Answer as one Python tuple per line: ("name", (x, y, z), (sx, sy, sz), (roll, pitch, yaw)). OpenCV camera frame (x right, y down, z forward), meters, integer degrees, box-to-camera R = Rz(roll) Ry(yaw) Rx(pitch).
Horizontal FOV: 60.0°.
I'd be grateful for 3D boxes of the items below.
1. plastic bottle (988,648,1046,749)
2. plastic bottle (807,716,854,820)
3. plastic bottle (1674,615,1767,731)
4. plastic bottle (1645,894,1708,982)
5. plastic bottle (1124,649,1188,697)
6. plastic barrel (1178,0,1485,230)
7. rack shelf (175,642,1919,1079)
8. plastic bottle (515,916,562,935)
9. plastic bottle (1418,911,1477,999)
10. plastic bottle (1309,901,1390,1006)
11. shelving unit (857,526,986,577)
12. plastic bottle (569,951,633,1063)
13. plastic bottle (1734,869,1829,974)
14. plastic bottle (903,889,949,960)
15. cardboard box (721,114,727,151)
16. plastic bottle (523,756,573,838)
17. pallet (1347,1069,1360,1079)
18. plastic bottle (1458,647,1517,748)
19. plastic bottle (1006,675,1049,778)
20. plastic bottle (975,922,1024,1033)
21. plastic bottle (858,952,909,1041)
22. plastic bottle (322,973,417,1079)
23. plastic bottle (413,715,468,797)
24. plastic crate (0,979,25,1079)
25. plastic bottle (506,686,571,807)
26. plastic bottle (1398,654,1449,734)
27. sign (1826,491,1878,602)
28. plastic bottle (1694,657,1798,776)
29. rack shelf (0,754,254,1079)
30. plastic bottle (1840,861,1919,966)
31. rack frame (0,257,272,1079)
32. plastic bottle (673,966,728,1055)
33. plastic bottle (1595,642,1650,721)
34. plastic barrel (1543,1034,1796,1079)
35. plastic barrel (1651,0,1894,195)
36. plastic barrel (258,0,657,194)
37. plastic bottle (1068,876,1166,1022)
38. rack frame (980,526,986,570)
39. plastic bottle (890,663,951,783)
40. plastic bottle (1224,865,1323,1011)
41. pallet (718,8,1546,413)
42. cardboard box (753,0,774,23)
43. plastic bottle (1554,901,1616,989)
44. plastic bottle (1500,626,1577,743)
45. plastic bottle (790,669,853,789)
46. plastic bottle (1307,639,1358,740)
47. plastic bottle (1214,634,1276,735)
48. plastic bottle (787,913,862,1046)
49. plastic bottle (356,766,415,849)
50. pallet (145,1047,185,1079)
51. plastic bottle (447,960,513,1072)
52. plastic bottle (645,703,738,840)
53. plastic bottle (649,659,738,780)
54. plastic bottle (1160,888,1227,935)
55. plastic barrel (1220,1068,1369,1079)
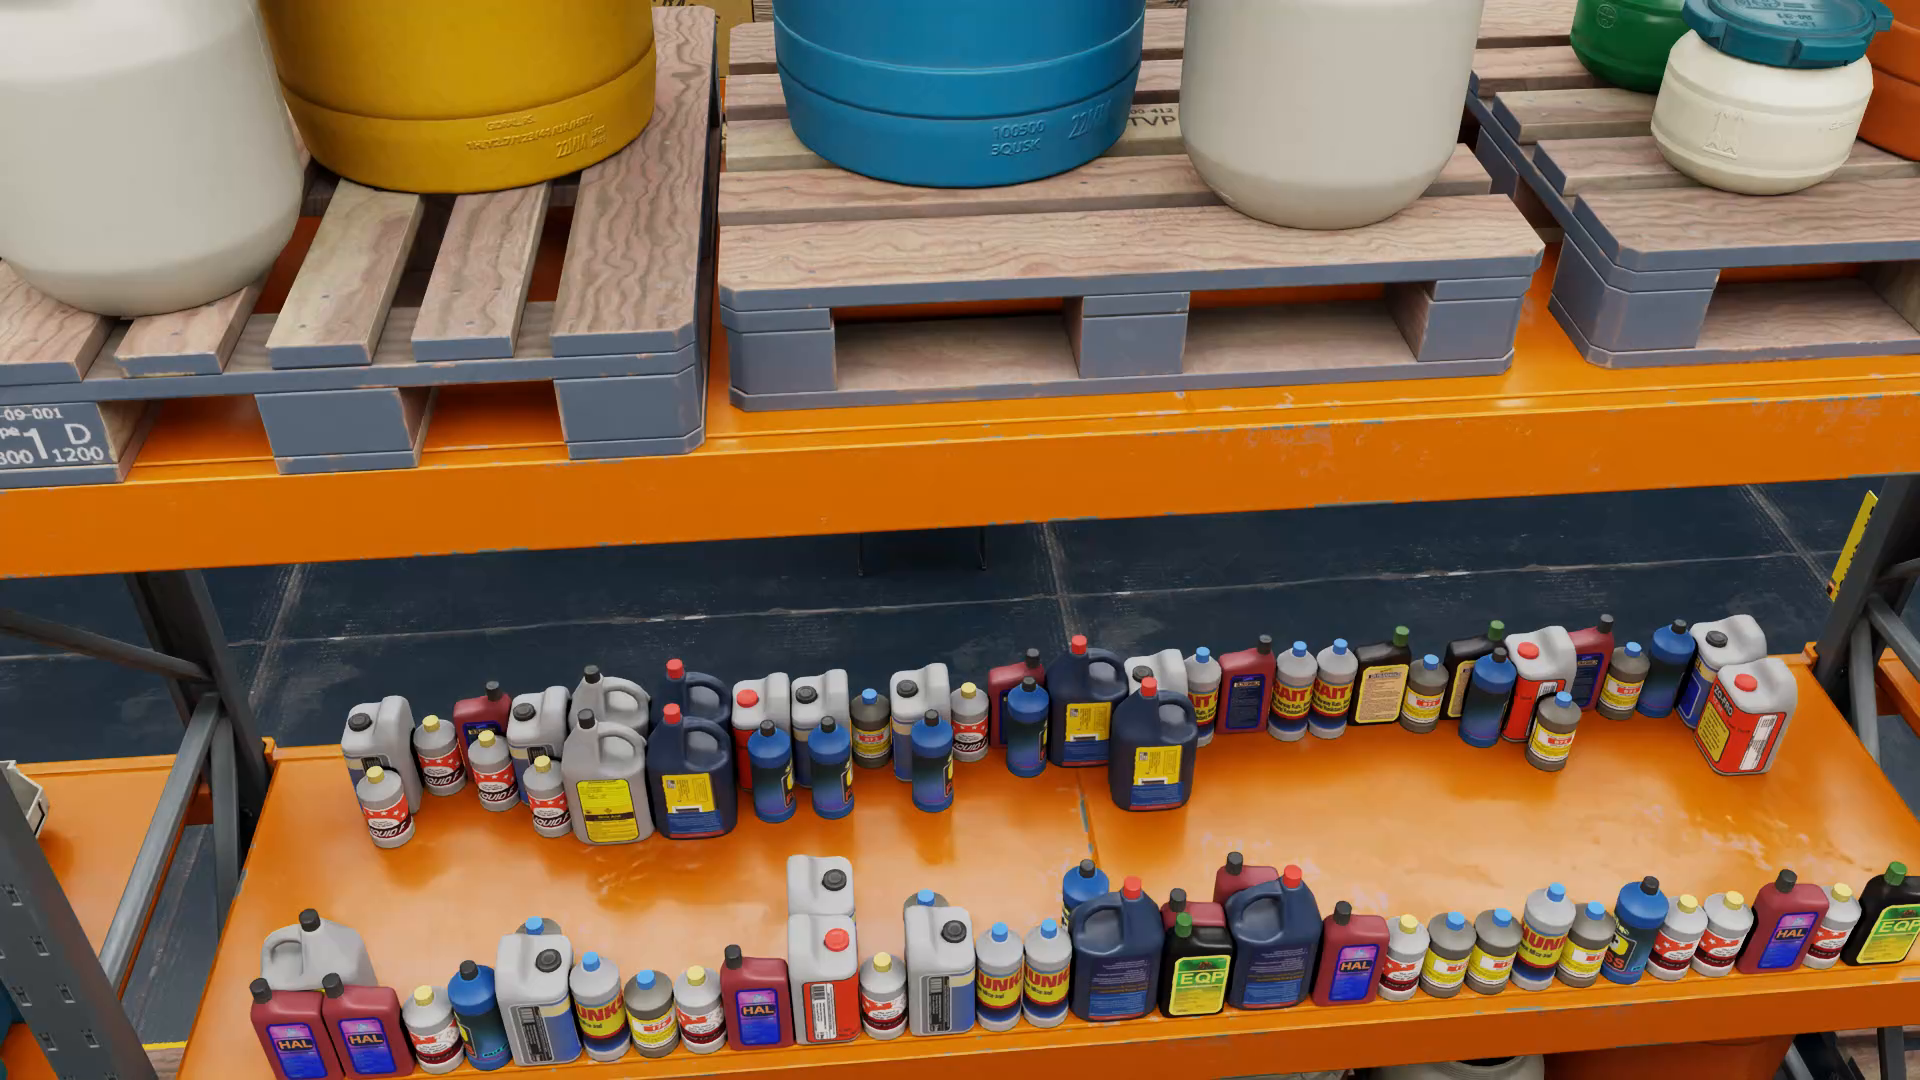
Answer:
("plastic bottle", (0.133, 0.374, 3.948), (0.133, 0.283, 0.061), (-3, 38, -4))
("plastic bottle", (-0.295, 0.509, 3.788), (0.097, 0.271, 0.097), (0, 38, 0))
("plastic bottle", (1.836, 0.312, 4.033), (0.135, 0.276, 0.152), (-3, 38, -4))
("plastic bottle", (1.487, 0.815, 3.455), (0.097, 0.201, 0.097), (0, 38, 0))
("plastic bottle", (0.455, 0.388, 3.937), (0.135, 0.276, 0.152), (-3, 38, -4))
("plastic barrel", (0.543, -0.767, 2.430), (0.433, 0.535, 0.433), (0, 38, 0))
("rack shelf", (0.304, 0.831, 3.856), (4.000, 0.370, 1.077), (-3, 38, -4))
("plastic bottle", (-0.859, 0.850, 3.412), (0.097, 0.201, 0.097), (0, 38, 0))
("plastic bottle", (1.003, 0.842, 3.422), (0.097, 0.201, 0.097), (0, 38, 0))
("plastic bottle", (0.792, 0.833, 3.367), (0.133, 0.283, 0.061), (-3, 38, -4))
("shelving unit", (-0.165, -0.815, 6.088), (0.503, 2.100, 0.431), (-3, 38, -4))
("plastic bottle", (-0.711, 0.909, 3.280), (0.097, 0.271, 0.097), (0, 38, 0))
("plastic bottle", (1.701, 0.783, 3.431), (0.133, 0.283, 0.061), (-3, 38, -4))
("plastic bottle", (-0.070, 0.807, 3.467), (0.097, 0.201, 0.097), (0, 38, 0))
("cardboard box", (-1.491, -1.776, 7.955), (0.875, 0.875, 1.225), (-3, 38, -4))
("plastic bottle", (-0.931, 0.571, 3.765), (0.097, 0.201, 0.097), (0, 38, 0))
("pallet", (1.514, 1.603, 4.549), (1.213, 0.211, 1.003), (-3, 38, -4))
("plastic bottle", (1.263, 0.366, 3.968), (0.097, 0.271, 0.097), (0, 38, 0))
("plastic bottle", (0.158, 0.427, 3.891), (0.097, 0.271, 0.097), (0, 38, 0))
("plastic bottle", (0.078, 0.866, 3.335), (0.097, 0.271, 0.097), (0, 38, 0))
("plastic bottle", (-0.153, 0.906, 3.341), (0.097, 0.201, 0.097), (0, 38, 0))
("plastic bottle", (-1.152, 0.940, 3.231), (0.133, 0.283, 0.061), (-3, 38, -4))
("plastic bottle", (-1.211, 0.492, 3.865), (0.097, 0.201, 0.097), (0, 38, 0))
("plastic crate", (-2.123, 0.877, 3.181), (0.575, 0.384, 0.392), (-3, 38, -4))
("plastic bottle", (-0.960, 0.466, 3.838), (0.135, 0.276, 0.152), (-3, 38, -4))
("plastic bottle", (1.125, 0.363, 4.028), (0.097, 0.201, 0.097), (0, 38, 0))
("sign", (2.240, 0.036, 4.151), (0.005, 0.325, 0.100), (-3, 38, -4))
("plastic bottle", (1.850, 0.406, 3.914), (0.135, 0.276, 0.152), (-3, 38, -4))
("rack shelf", (-3.680, 1.050, 3.578), (4.000, 0.370, 1.077), (-3, 38, -4))
("plastic bottle", (1.931, 0.770, 3.447), (0.133, 0.283, 0.061), (-3, 38, -4))
("rack frame", (-1.688, 0.658, 3.494), (0.127, 3.000, 1.000), (-3, 38, -4))
("plastic bottle", (-0.517, 0.926, 3.315), (0.097, 0.201, 0.097), (0, 38, 0))
("plastic bottle", (1.621, 0.336, 4.063), (0.097, 0.201, 0.097), (0, 38, 0))
("plastic barrel", (1.810, 1.163, 4.267), (0.708, 0.830, 0.600), (-3, 38, -4))
("plastic barrel", (1.241, -0.700, 2.567), (0.301, 0.262, 0.301), (0, 38, 0))
("plastic barrel", (-0.797, -0.933, 2.599), (0.600, 0.588, 0.600), (0, 38, 0))
("plastic bottle", (0.313, 0.807, 3.346), (0.185, 0.351, 0.144), (-3, 38, -4))
("rack frame", (0.078, -0.829, 6.105), (0.015, 2.100, 0.400), (-3, 38, -4))
("plastic bottle", (-0.093, 0.418, 3.899), (0.135, 0.276, 0.152), (-3, 38, -4))
("plastic bottle", (0.630, 0.789, 3.368), (0.185, 0.351, 0.144), (-3, 38, -4))
("pallet", (0.213, -0.612, 2.836), (1.213, 0.211, 1.003), (-3, 38, -4))
("cardboard box", (-0.648, -2.363, 7.243), (0.500, 0.500, 0.500), (-4, 38, -5))
("plastic bottle", (1.294, 0.826, 3.442), (0.097, 0.201, 0.097), (0, 38, 0))
("plastic bottle", (1.375, 0.337, 4.001), (0.135, 0.276, 0.152), (-3, 38, -4))
("plastic bottle", (-0.324, 0.431, 3.882), (0.135, 0.276, 0.152), (-3, 38, -4))
("plastic bottle", (0.895, 0.349, 3.991), (0.097, 0.271, 0.097), (0, 38, 0))
("plastic bottle", (0.681, 0.344, 3.986), (0.133, 0.283, 0.061), (-3, 38, -4))
("plastic bottle", (-0.271, 0.866, 3.331), (0.135, 0.276, 0.152), (-3, 38, -4))
("plastic bottle", (-1.295, 0.591, 3.740), (0.097, 0.201, 0.097), (0, 38, 0))
("pallet", (-2.417, 1.817, 4.276), (1.213, 0.211, 1.003), (-3, 38, -4))
("plastic bottle", (-0.942, 0.922, 3.264), (0.097, 0.271, 0.097), (0, 38, 0))
("plastic bottle", (-0.605, 0.504, 3.729), (0.185, 0.351, 0.144), (-3, 38, -4))
("plastic bottle", (-0.618, 0.415, 3.842), (0.185, 0.351, 0.144), (-3, 38, -4))
("plastic bottle", (0.470, 0.813, 3.393), (0.133, 0.283, 0.061), (-3, 38, -4))
("plastic barrel", (0.685, 1.320, 4.263), (0.708, 0.588, 0.600), (-3, 38, -4))
